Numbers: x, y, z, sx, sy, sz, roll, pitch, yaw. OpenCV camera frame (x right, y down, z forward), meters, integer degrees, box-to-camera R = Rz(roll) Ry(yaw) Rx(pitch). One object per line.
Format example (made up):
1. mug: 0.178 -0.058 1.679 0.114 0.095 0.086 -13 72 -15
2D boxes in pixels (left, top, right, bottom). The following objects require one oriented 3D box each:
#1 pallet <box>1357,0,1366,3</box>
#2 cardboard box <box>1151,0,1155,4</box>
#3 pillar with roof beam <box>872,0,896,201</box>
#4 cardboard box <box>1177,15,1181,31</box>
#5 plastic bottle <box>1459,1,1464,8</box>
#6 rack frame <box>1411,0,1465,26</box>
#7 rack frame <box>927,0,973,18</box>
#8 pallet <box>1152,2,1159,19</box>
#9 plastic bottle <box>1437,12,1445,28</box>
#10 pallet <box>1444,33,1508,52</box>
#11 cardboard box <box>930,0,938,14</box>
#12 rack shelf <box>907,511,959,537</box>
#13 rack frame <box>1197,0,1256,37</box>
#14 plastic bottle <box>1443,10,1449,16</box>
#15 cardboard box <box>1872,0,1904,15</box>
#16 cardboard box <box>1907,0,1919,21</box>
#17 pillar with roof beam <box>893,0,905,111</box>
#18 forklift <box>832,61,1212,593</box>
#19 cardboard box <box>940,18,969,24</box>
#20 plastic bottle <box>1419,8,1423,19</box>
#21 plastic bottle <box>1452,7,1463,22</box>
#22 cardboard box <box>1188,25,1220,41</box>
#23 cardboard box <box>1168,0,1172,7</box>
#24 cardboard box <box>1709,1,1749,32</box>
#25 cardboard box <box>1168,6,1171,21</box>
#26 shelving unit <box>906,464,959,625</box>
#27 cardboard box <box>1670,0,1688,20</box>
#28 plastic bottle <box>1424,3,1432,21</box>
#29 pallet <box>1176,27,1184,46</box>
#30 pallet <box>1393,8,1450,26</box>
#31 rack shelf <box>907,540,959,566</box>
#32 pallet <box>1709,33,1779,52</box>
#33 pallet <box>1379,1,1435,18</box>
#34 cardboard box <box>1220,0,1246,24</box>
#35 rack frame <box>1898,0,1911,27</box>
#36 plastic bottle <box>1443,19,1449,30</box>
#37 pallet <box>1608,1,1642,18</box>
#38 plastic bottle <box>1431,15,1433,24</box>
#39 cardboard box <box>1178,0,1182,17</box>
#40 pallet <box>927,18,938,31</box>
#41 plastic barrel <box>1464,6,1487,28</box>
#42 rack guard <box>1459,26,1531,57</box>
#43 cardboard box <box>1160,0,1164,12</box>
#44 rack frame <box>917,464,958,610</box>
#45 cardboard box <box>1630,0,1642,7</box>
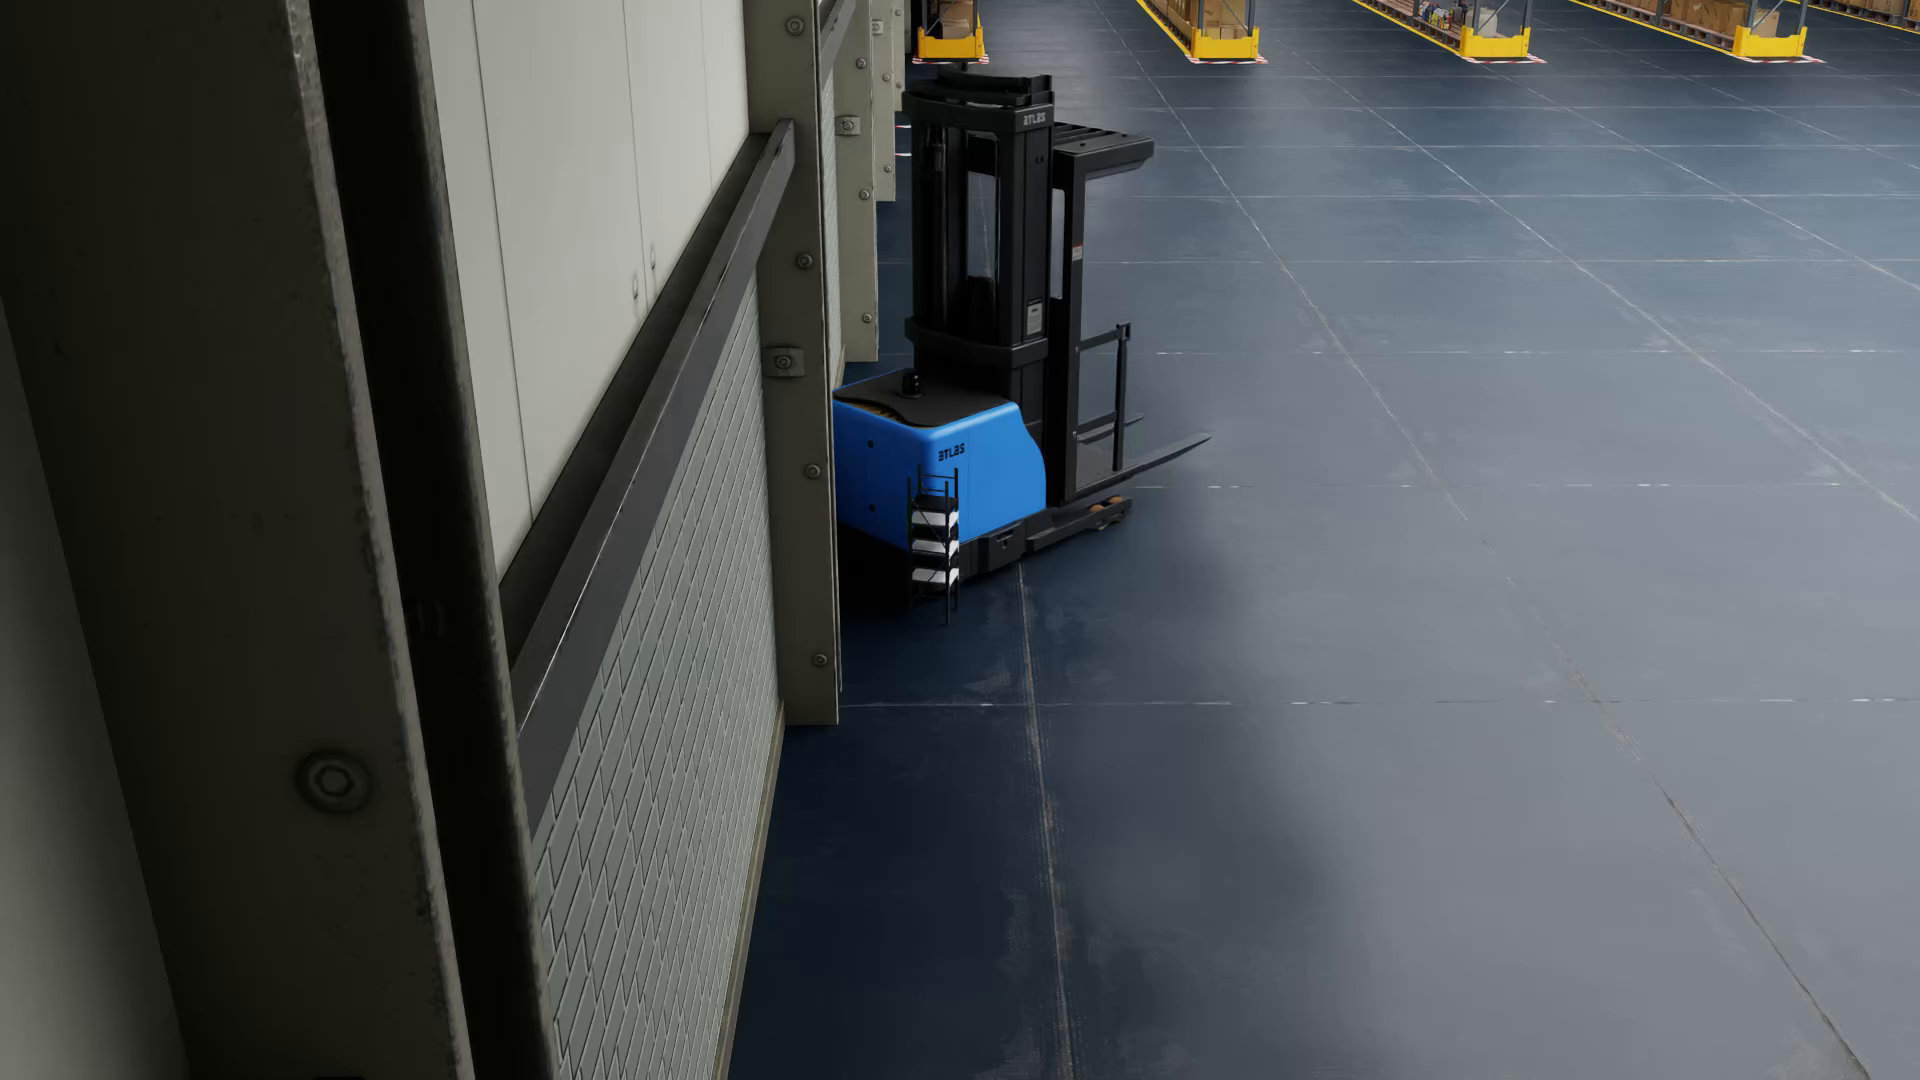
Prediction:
1. pallet: 9.588 -12.489 38.108 1.003 0.211 1.213 0 24 -1
2. cardboard box: 4.415 -11.714 35.838 0.500 0.250 0.500 -1 24 -2
3. pillar with roof beam: 3.382 -8.187 17.931 9.100 9.000 0.400 0 24 -1
4. cardboard box: 4.443 -9.894 31.813 0.500 0.250 0.500 0 24 -1
5. plastic bottle: 9.977 -10.516 33.042 0.144 0.351 0.185 -1 24 -2
6. rack frame: 9.682 -11.787 33.171 1.000 3.000 0.127 0 24 -1
7. rack frame: -0.224 -11.742 33.073 1.000 3.000 0.127 0 24 -1
8. pallet: 4.666 -11.303 35.485 1.003 0.211 1.213 0 24 -1
9. plastic bottle: 9.290 -10.014 32.023 0.152 0.276 0.135 -1 24 -2
10. pallet: 9.674 -9.234 30.910 1.003 0.211 1.213 0 24 -1
11. cardboard box: -0.249 -11.107 34.168 0.700 0.500 0.500 1 24 1
12. rack shelf: -0.154 -0.104 9.532 0.258 0.077 0.200 6 25 14
13. rack frame: 4.773 -10.118 29.481 1.000 3.000 0.127 0 24 -1
14. plastic bottle: 9.430 -10.170 32.367 0.152 0.276 0.135 0 24 -1
15. cardboard box: 19.499 -11.211 34.119 1.050 0.750 0.750 0 24 -1
16. cardboard box: 19.532 -10.753 32.955 0.875 0.875 0.875 0 24 0
17. pillar with roof beam: 3.317 -10.659 23.397 9.100 9.000 0.400 0 24 -1
18. forklift: 0.494 -1.532 10.580 1.130 2.935 3.031 22 33 40
19. cardboard box: -0.105 -9.590 31.042 0.500 0.311 0.500 2 24 4
20. plastic bottle: 9.248 -10.537 33.270 0.097 0.201 0.097 0 24 0
21. plastic bottle: 9.832 -10.392 32.859 0.152 0.276 0.135 0 24 -1
22. cardboard box: 4.471 -9.276 30.447 0.500 0.250 0.500 0 24 -1
23. cardboard box: 4.421 -10.854 33.025 0.500 0.500 0.500 0 24 -1
24. cardboard box: 14.660 -9.975 31.688 0.500 0.500 0.500 2 24 4
25. cardboard box: 4.431 -10.512 33.180 0.500 0.250 0.500 0 24 -1
26. shelving unit: -0.154 0.029 9.593 0.258 0.900 0.210 6 25 14
27. cardboard box: 14.599 -10.696 33.284 0.500 0.500 0.500 -1 24 -2
28. plastic bottle: 9.276 -10.446 32.887 0.144 0.351 0.185 0 24 1
29. pallet: 4.712 -9.664 31.861 1.003 0.211 1.213 0 24 -1
30. pallet: 9.635 -10.840 34.461 1.003 0.211 1.213 0 24 -1
31. rack shelf: -0.154 0.060 9.607 0.258 0.077 0.200 6 25 14
32. pallet: 14.704 -9.256 30.960 1.003 0.211 1.213 0 24 -1
33. pallet: 9.618 -11.344 35.575 1.003 0.211 1.213 0 24 -1
34. cardboard box: 4.982 -9.826 30.753 0.500 0.500 0.500 0 24 -1
35. rack frame: 19.596 -11.790 33.178 1.000 3.000 0.127 0 24 -1
36. plastic bottle: 9.267 -9.819 31.682 0.097 0.201 0.097 0 24 0
37. pallet: 14.609 -11.363 35.619 1.003 0.211 1.213 0 24 -1
38. plastic bottle: 9.258 -10.183 32.487 0.097 0.201 0.097 0 24 0
39. cardboard box: 4.439 -10.236 31.659 0.500 0.500 0.500 0 24 -1
40. pallet: -0.182 -10.195 33.036 1.003 0.211 1.213 0 24 -1
41. plastic barrel: 9.637 -9.674 31.008 0.421 0.512 0.421 0 24 0
42. rack guard: 9.678 -9.031 30.111 1.175 0.500 0.348 0 24 -1
43. cardboard box: 4.431 -11.083 34.441 0.500 0.250 0.500 -1 24 -1
44. rack frame: -0.127 -0.011 9.682 0.240 0.900 0.006 6 25 14
45. cardboard box: 14.657 -11.551 35.149 0.700 0.500 0.500 -2 24 -5
